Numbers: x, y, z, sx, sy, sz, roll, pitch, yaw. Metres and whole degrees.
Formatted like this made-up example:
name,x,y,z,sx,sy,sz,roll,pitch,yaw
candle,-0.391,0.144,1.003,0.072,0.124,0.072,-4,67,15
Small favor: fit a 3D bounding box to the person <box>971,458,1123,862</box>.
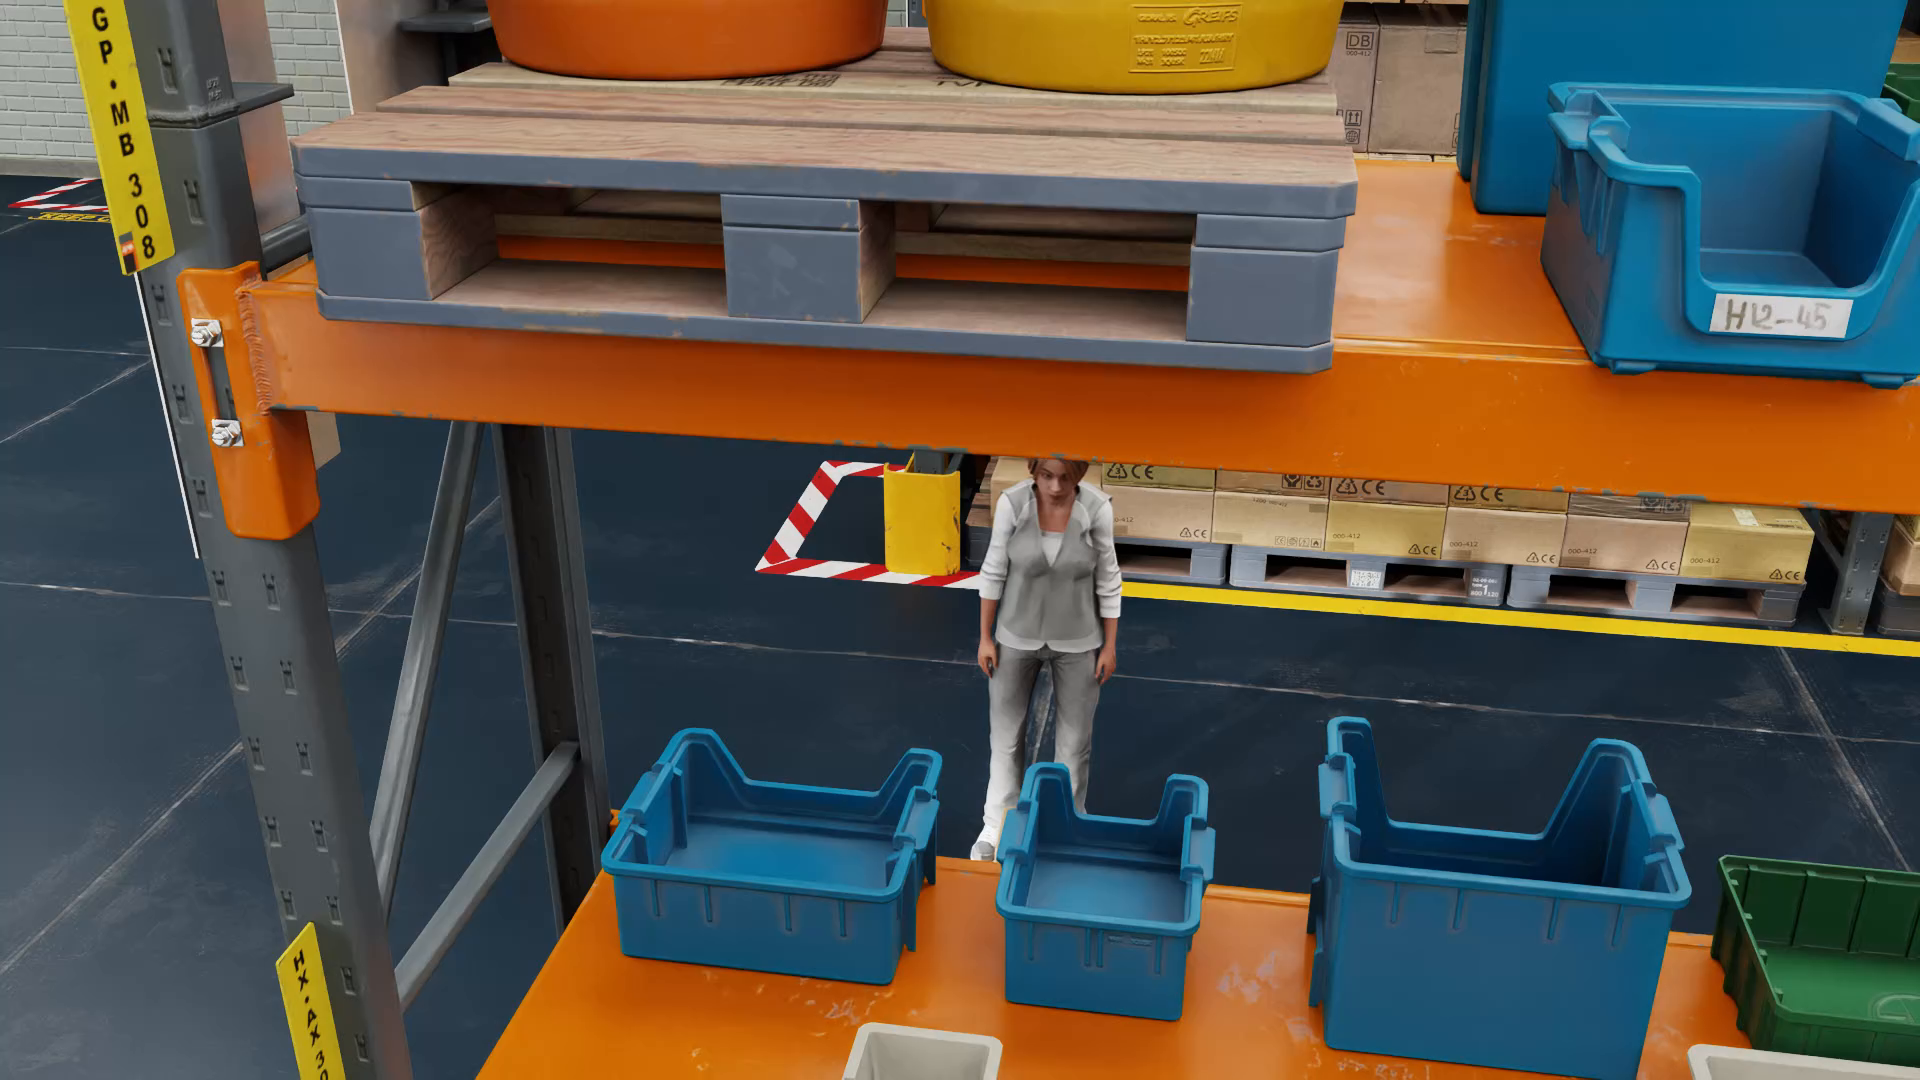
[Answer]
name,x,y,z,sx,sy,sz,roll,pitch,yaw
person,0.282,0.347,5.390,0.472,1.590,0.347,3,25,6
